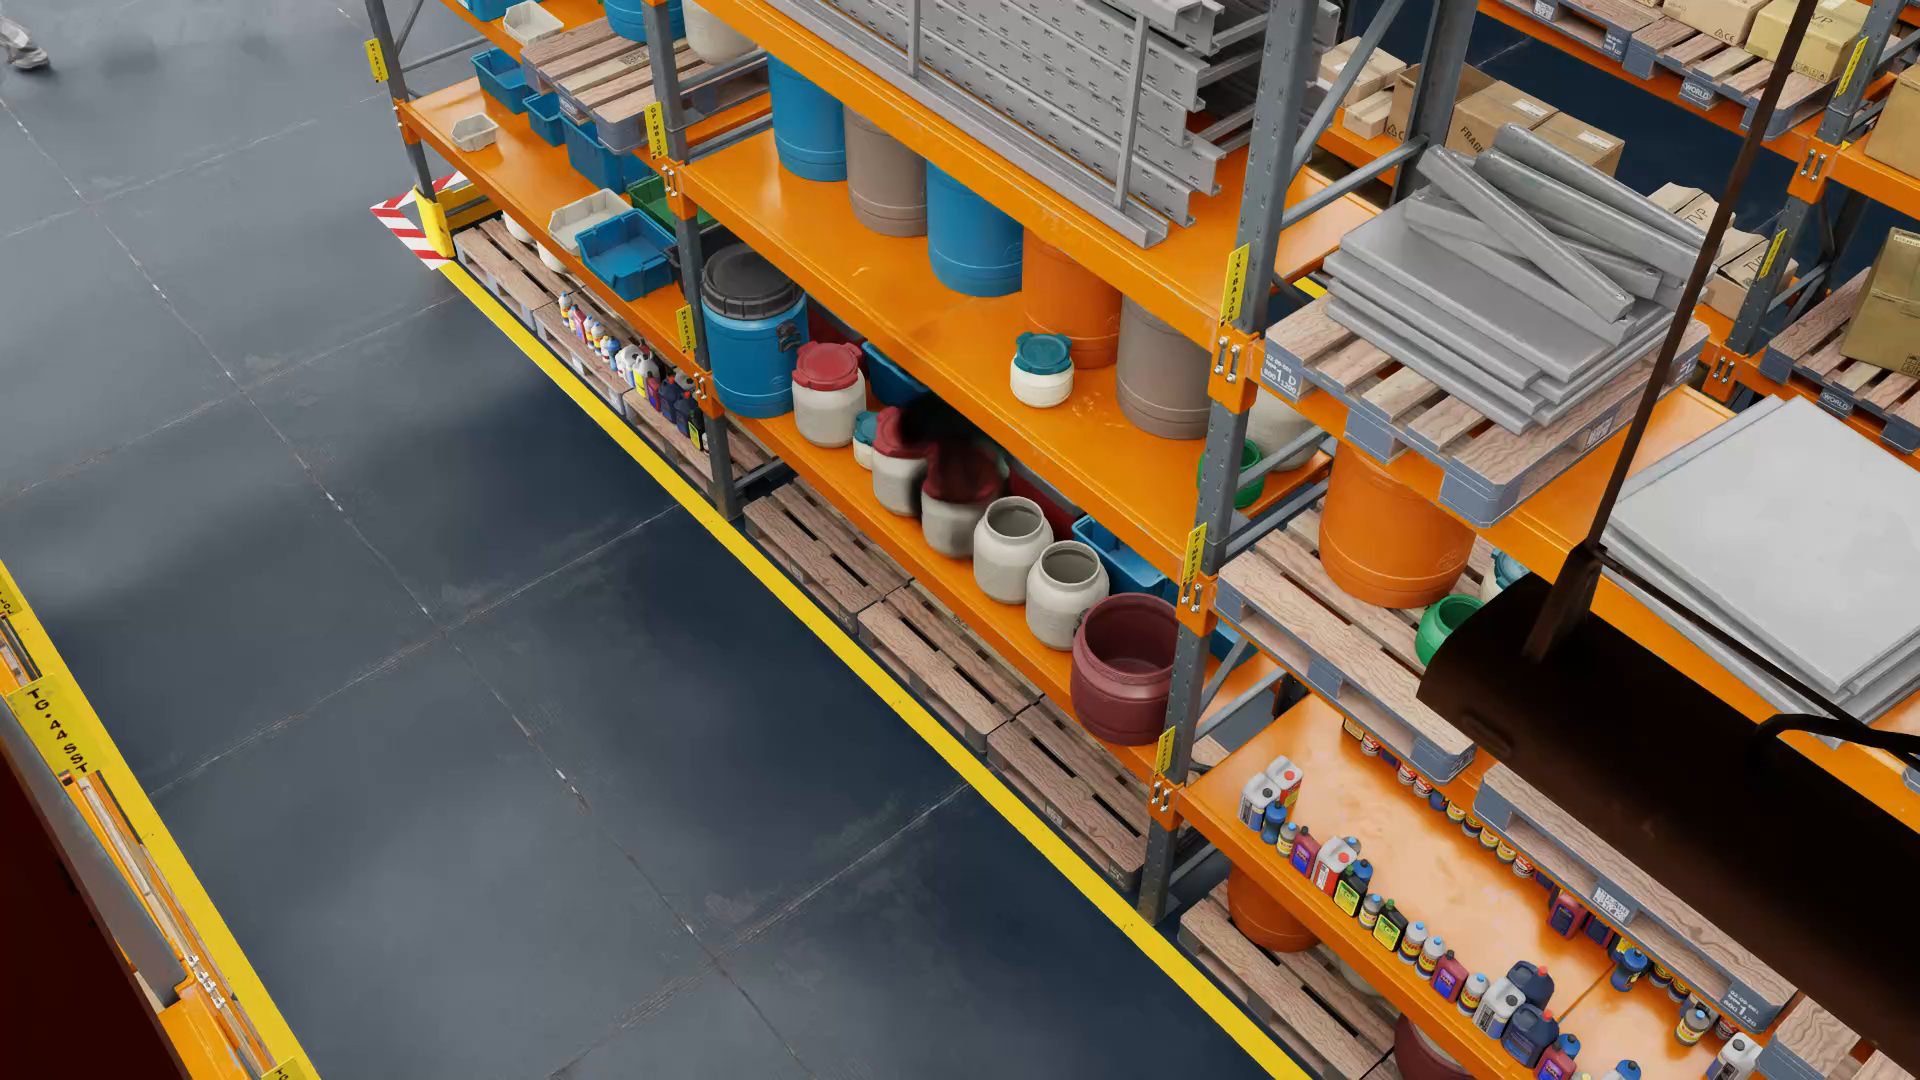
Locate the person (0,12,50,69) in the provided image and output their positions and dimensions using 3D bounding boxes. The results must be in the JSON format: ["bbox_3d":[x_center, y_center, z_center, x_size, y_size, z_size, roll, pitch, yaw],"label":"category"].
[{"bbox_3d":[-8.563,-4.833,14.356,0.696,1.723,0.582,-16,49,-15],"label":"person"}]
